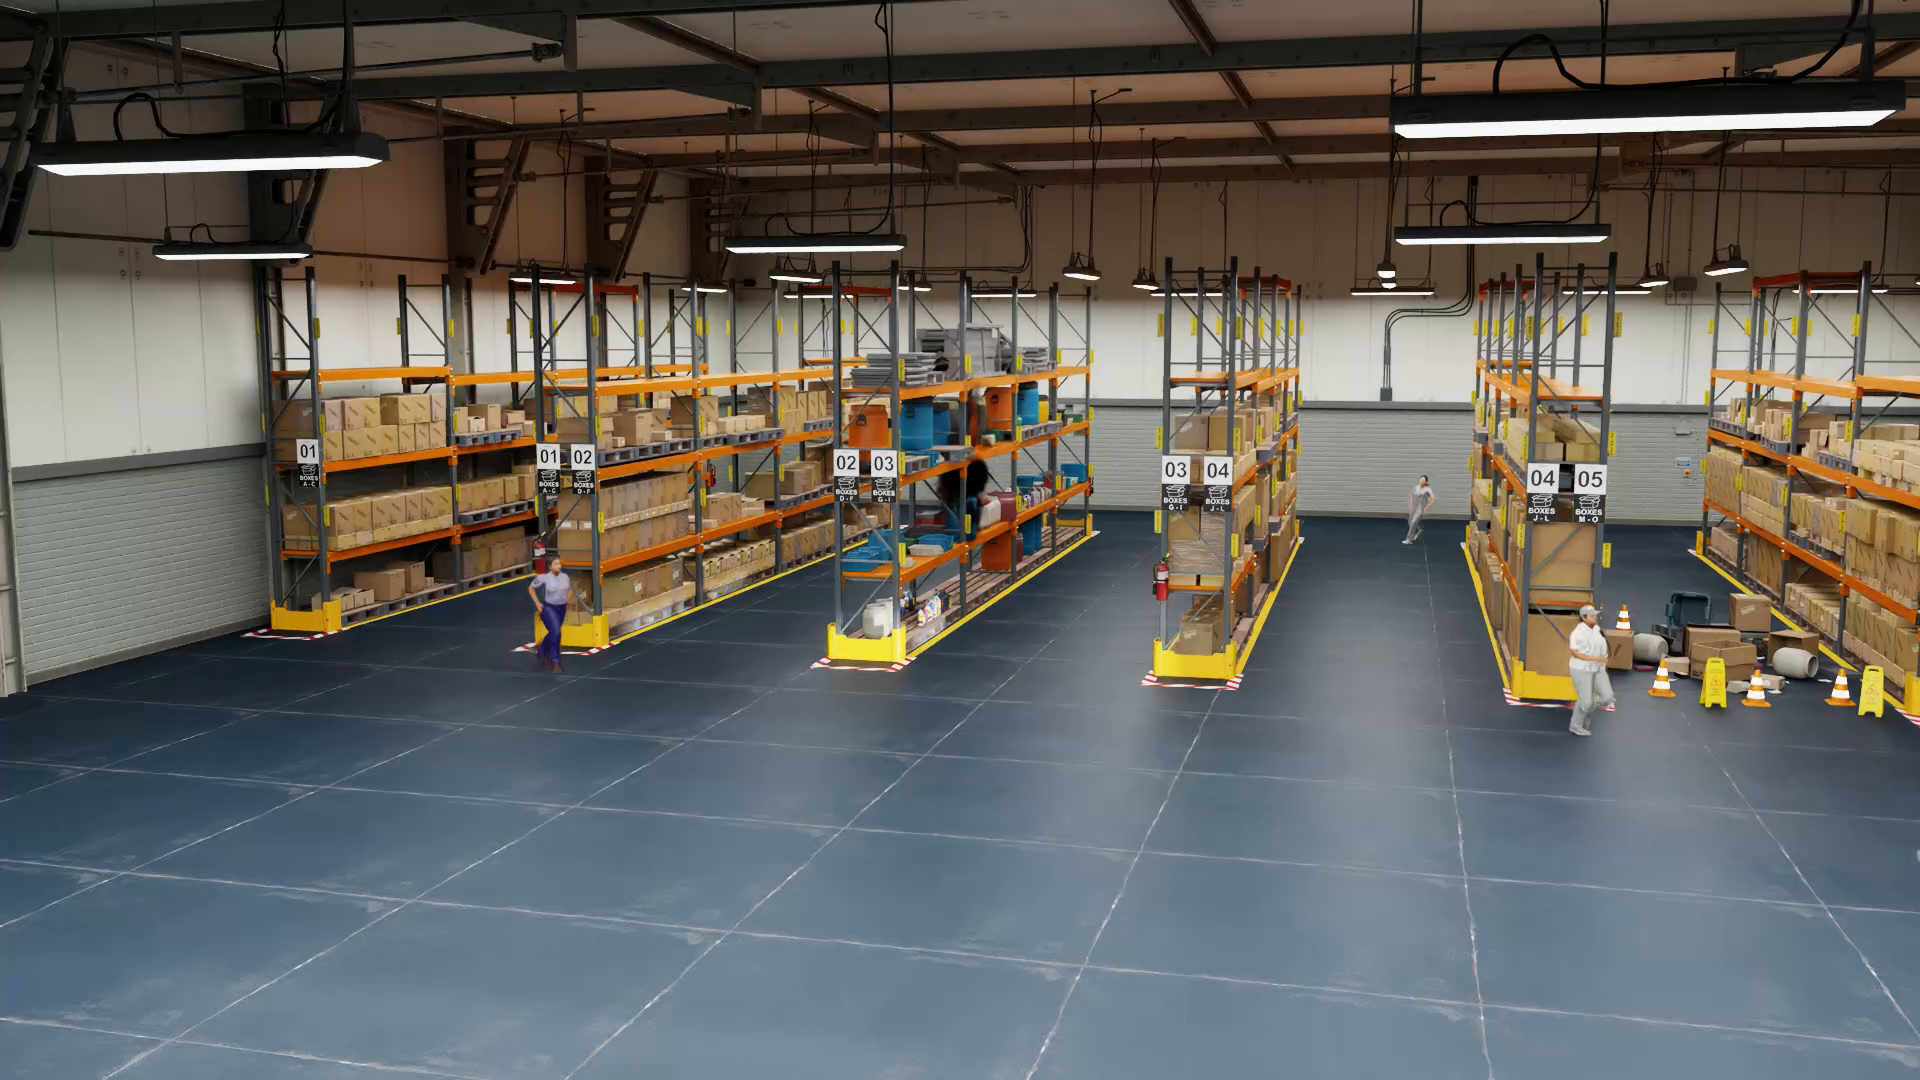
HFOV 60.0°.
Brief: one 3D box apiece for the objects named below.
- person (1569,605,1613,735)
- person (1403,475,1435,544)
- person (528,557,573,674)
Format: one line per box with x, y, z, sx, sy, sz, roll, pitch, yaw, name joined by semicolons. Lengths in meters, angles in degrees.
7.763;1.608;20.464;0.617;1.625;0.563;-4;8;-28;person
10.720;-0.707;38.672;0.648;1.620;0.727;7;10;44;person
-6.005;1.092;24.556;0.767;1.699;0.614;5;9;37;person
